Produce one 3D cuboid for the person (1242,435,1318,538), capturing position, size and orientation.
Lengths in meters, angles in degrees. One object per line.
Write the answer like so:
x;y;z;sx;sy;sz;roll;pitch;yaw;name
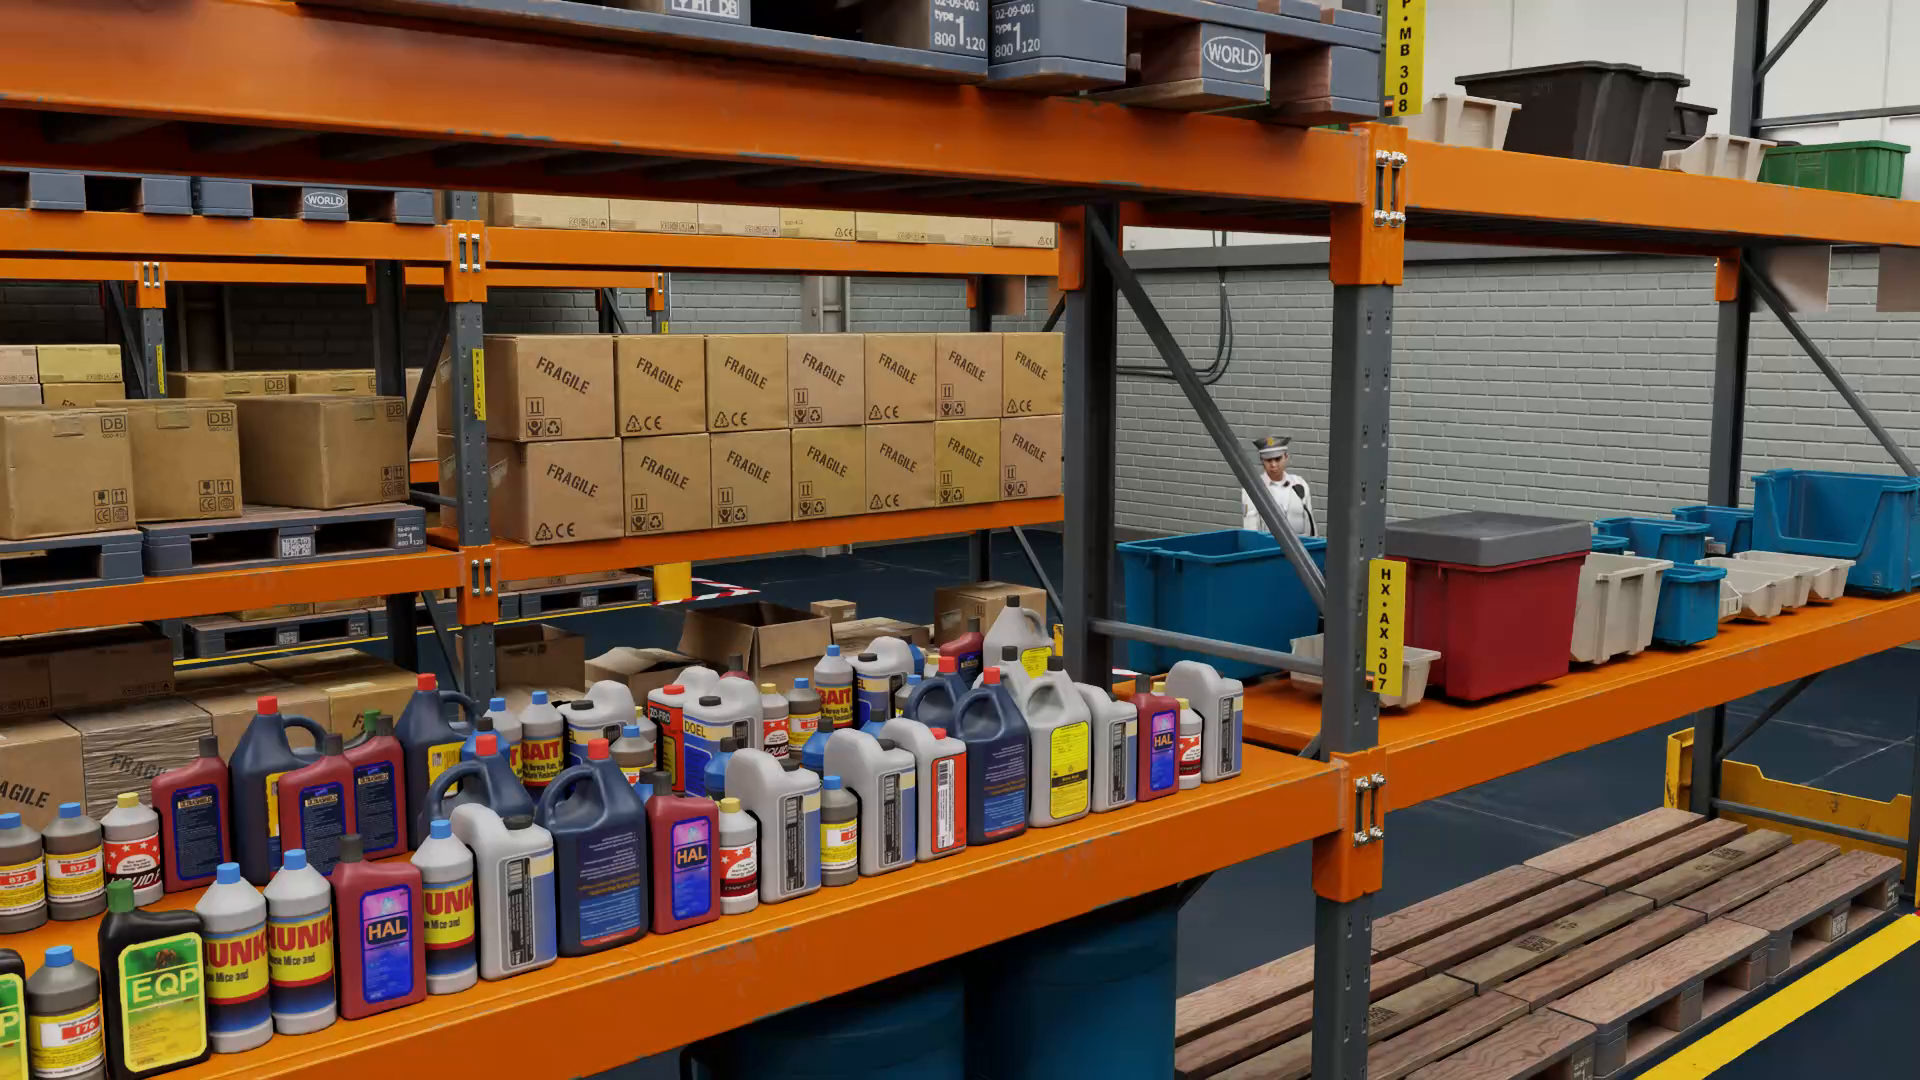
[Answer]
2.022;0.196;10.311;0.544;1.697;0.468;-1;8;-6;person
